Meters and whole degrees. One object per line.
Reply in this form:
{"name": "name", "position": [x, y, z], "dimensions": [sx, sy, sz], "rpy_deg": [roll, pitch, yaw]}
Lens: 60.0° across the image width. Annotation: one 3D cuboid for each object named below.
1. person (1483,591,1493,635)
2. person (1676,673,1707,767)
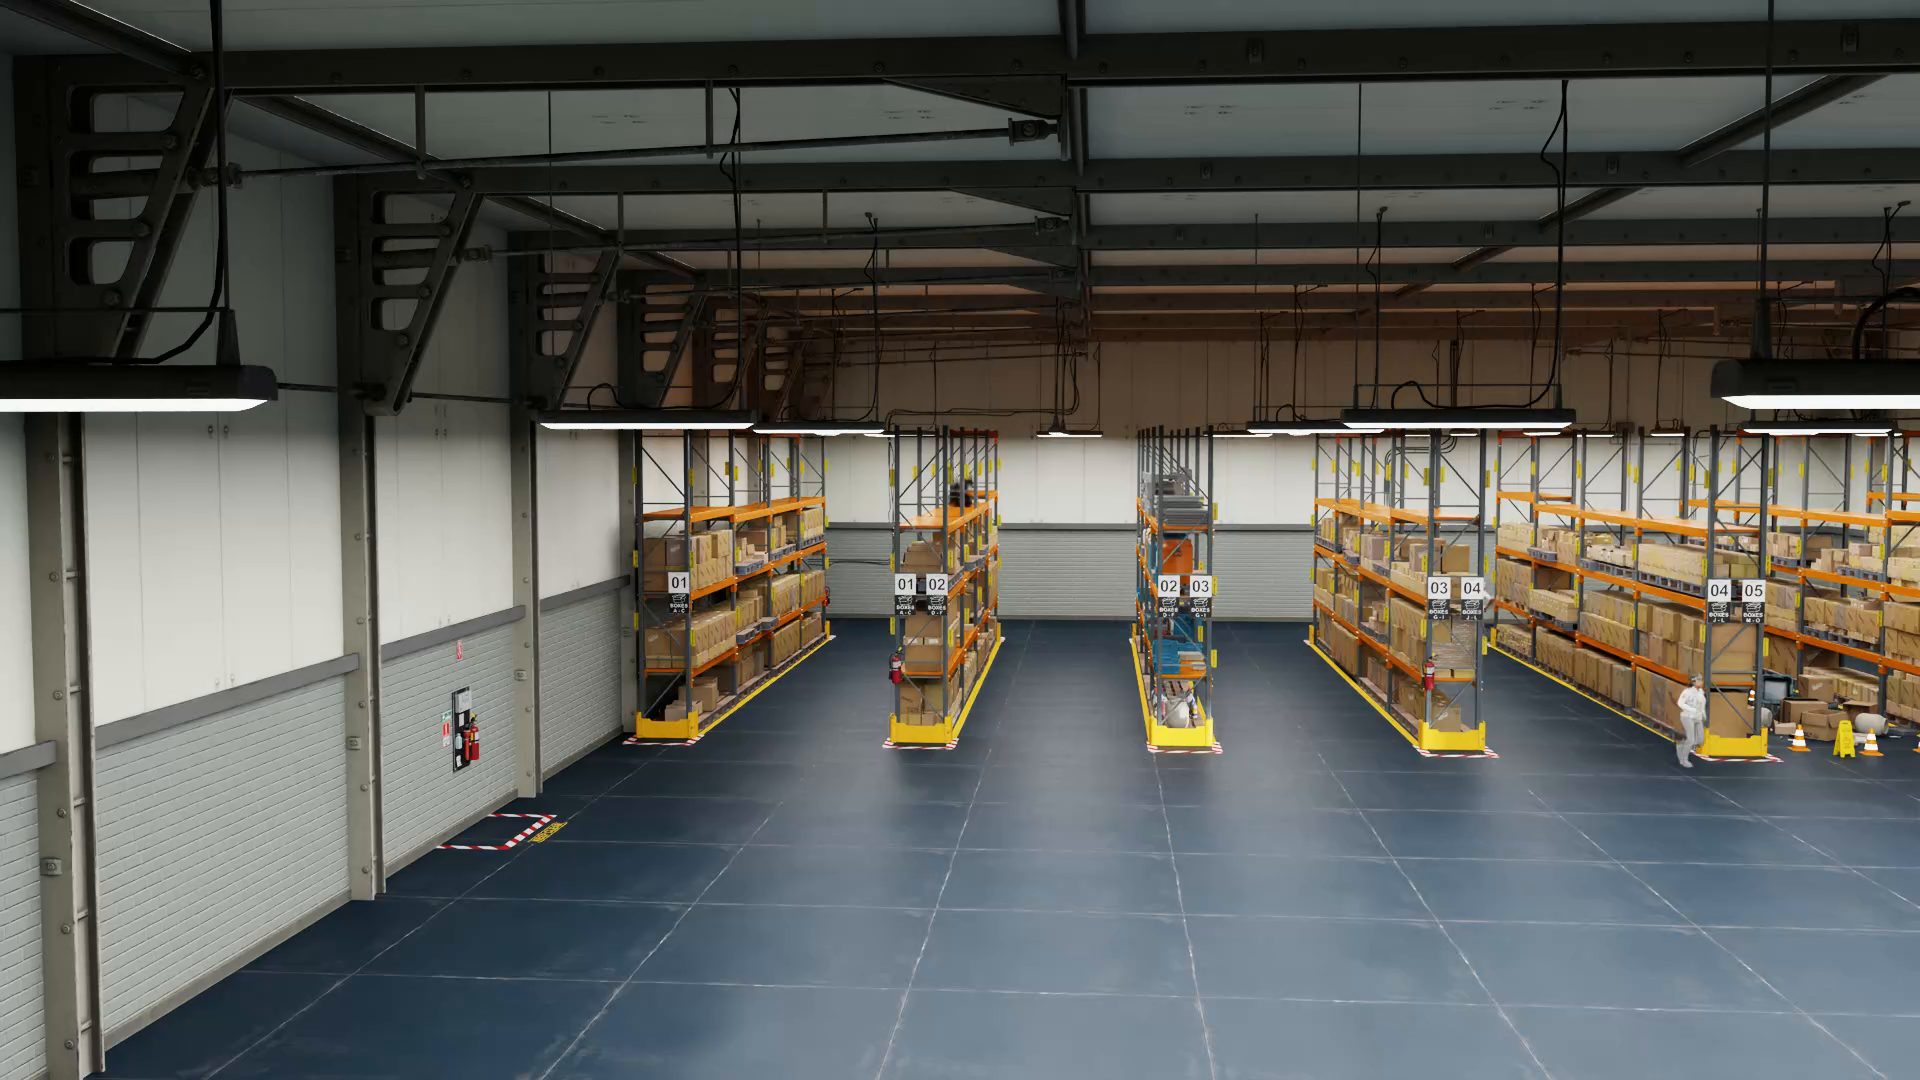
{"name": "person", "position": [14.711, 2.021, 47.308], "dimensions": [0.977, 1.719, 0.774], "rpy_deg": [-1, 4, -17]}
{"name": "person", "position": [12.925, 3.152, 29.268], "dimensions": [0.642, 1.648, 0.552], "rpy_deg": [-1, 4, -20]}
